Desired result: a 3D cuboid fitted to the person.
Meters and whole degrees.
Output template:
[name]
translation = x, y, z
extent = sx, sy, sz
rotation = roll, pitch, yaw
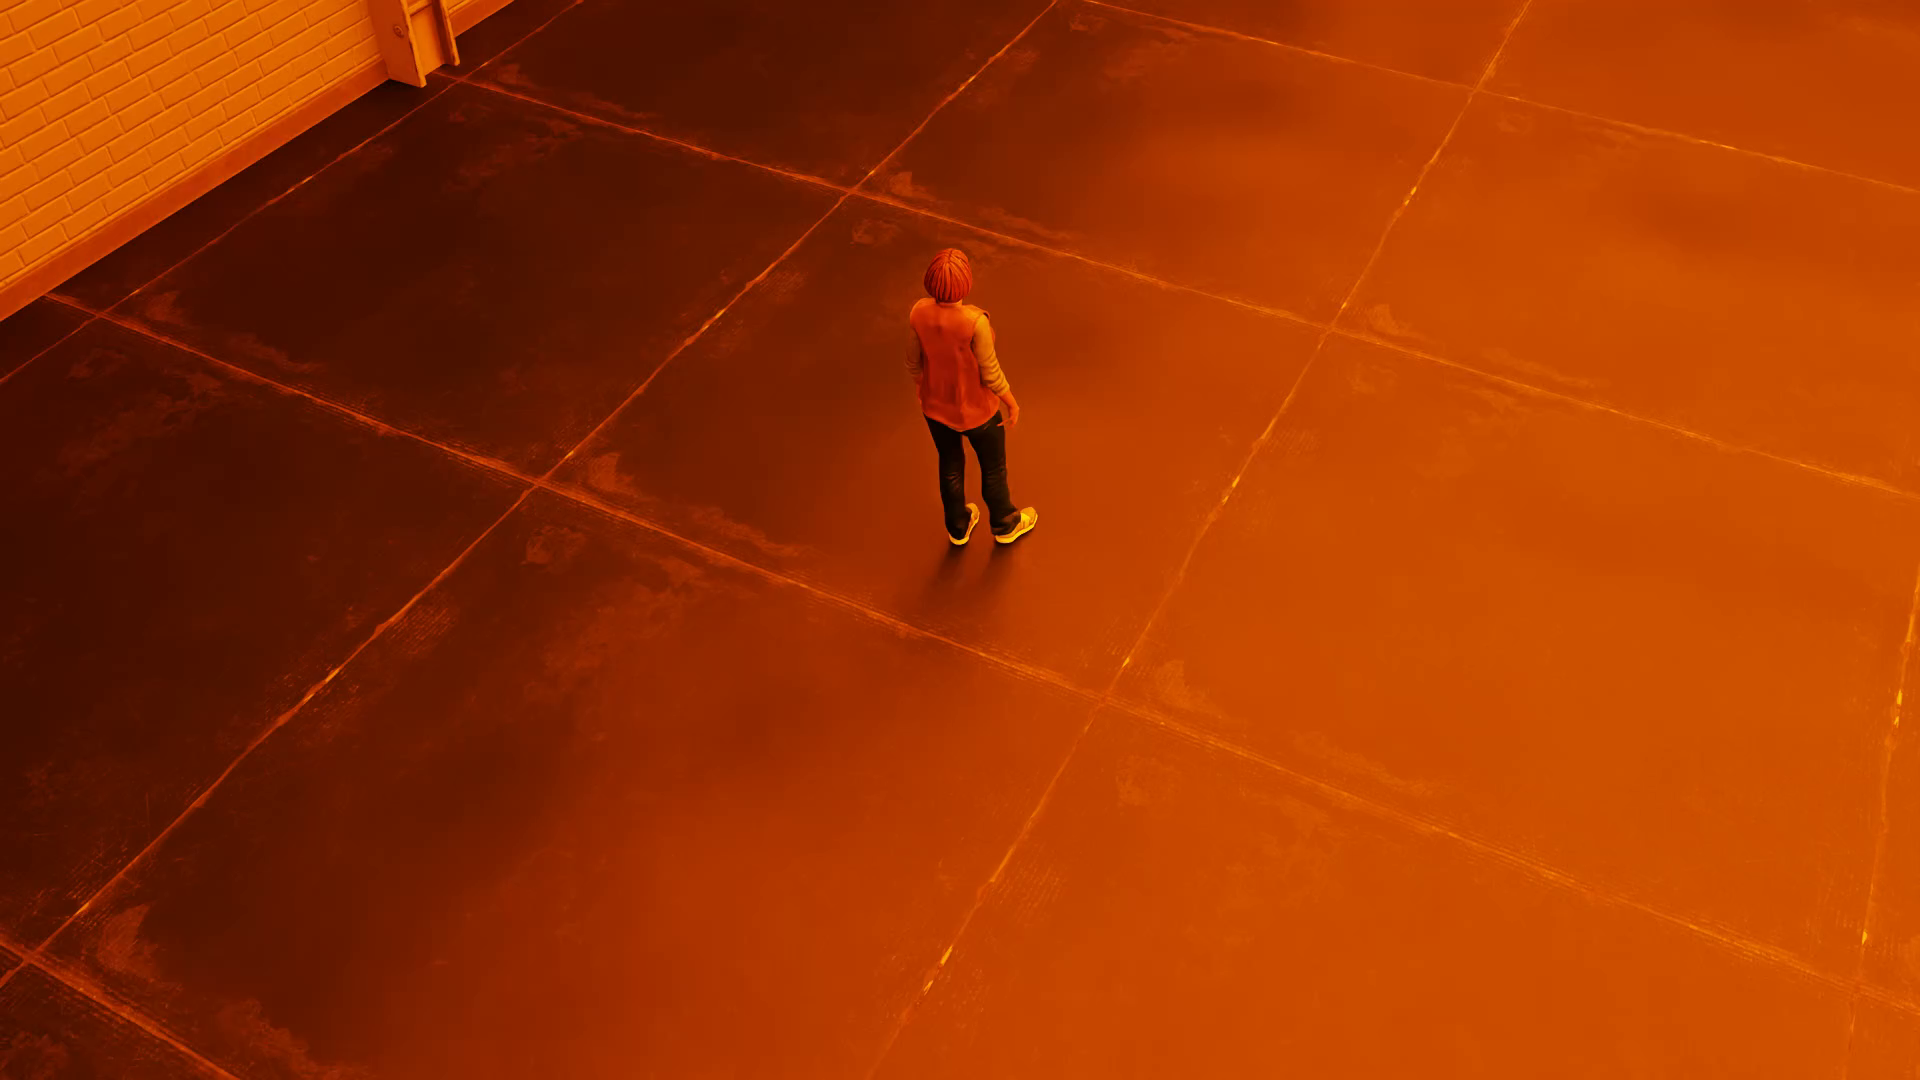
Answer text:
[person]
translation = 0.047, -0.627, 7.281
extent = 0.520, 1.597, 0.476
rotation = 20, 47, 20
